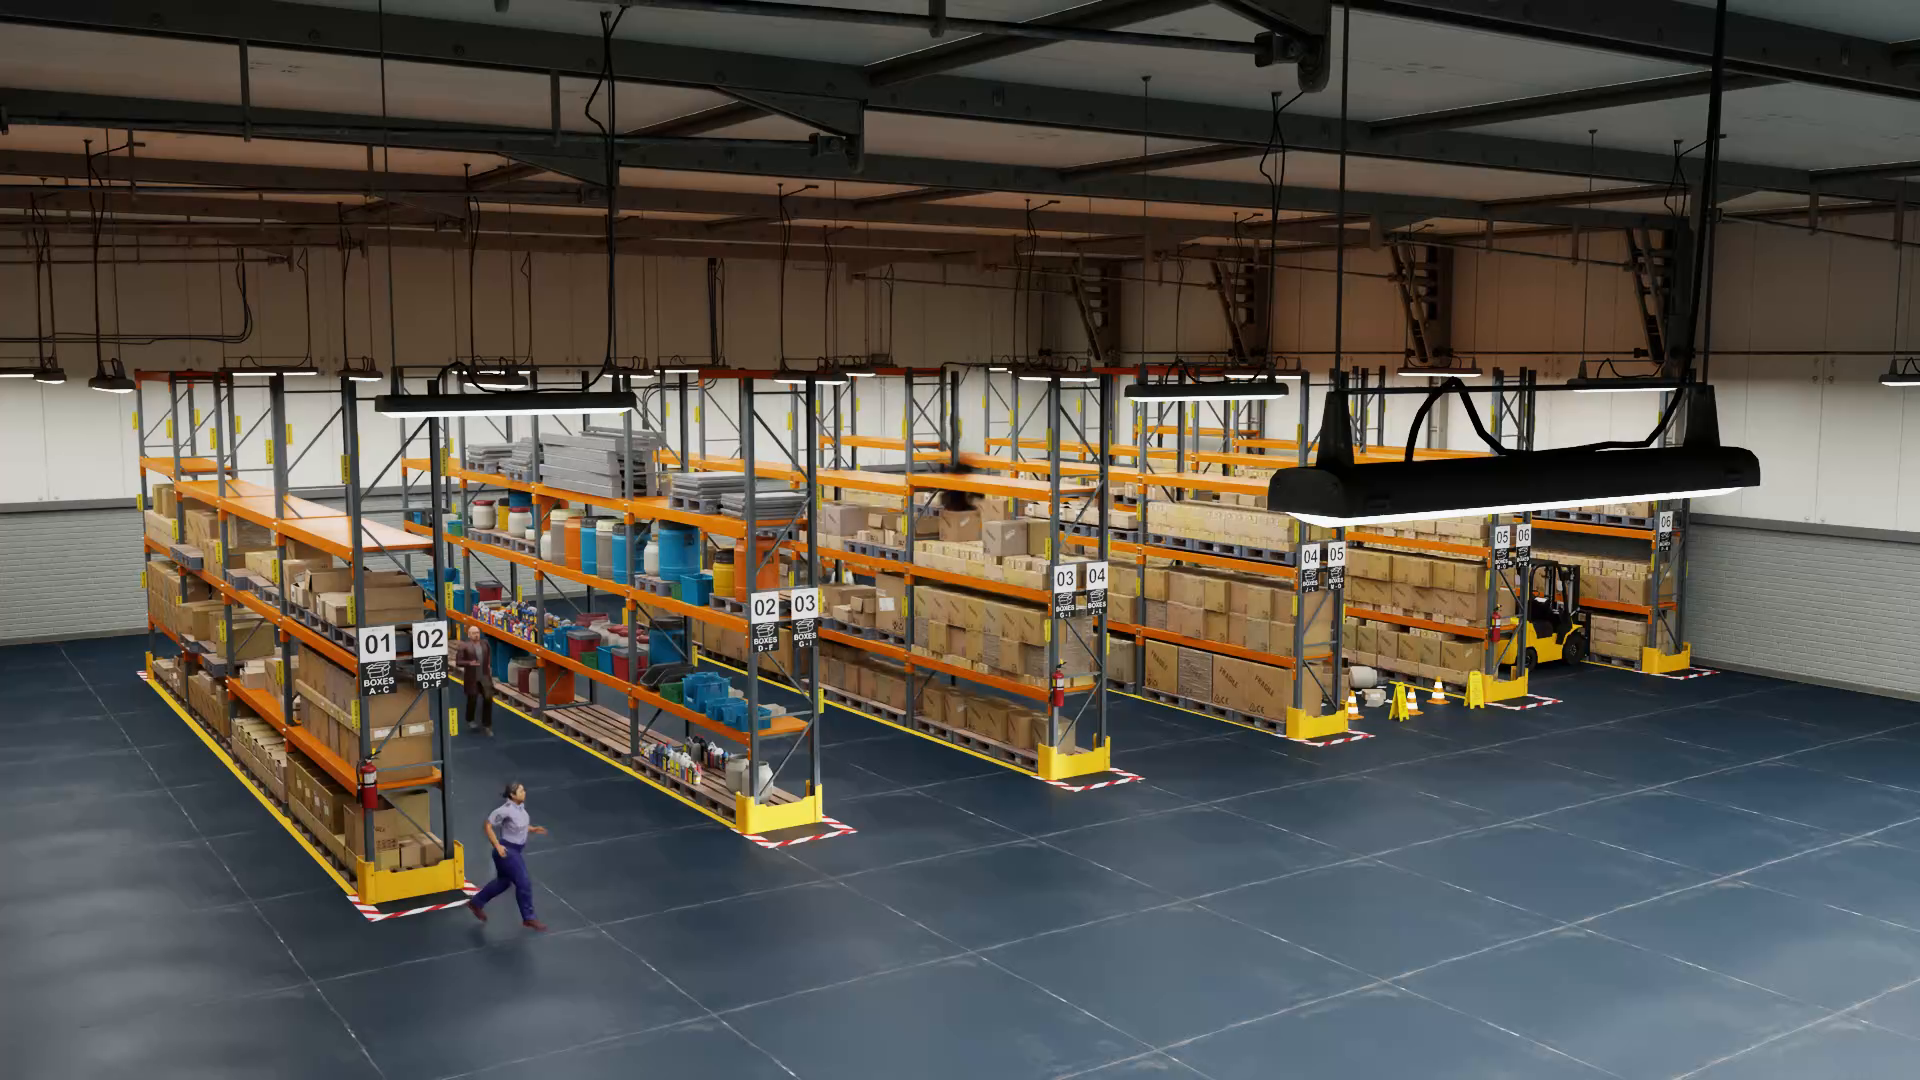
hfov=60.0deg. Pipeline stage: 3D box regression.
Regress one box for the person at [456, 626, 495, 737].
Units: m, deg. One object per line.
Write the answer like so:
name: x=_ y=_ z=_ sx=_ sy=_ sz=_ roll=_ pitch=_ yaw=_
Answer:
person: x=-8.040 y=2.342 z=27.619 sx=0.687 sy=1.851 sz=0.867 roll=-4 pitch=8 yaw=-34

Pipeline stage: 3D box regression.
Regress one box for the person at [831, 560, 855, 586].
person: x=-2.562 y=1.263 z=36.961 sx=0.664 sy=1.750 sz=1.019 roll=-3 pitch=7 yaw=-27

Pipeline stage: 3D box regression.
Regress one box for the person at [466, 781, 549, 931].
person: x=-4.986 y=3.471 z=18.292 sx=0.912 sy=1.640 sz=0.570 roll=0 pitch=6 yaw=-2
